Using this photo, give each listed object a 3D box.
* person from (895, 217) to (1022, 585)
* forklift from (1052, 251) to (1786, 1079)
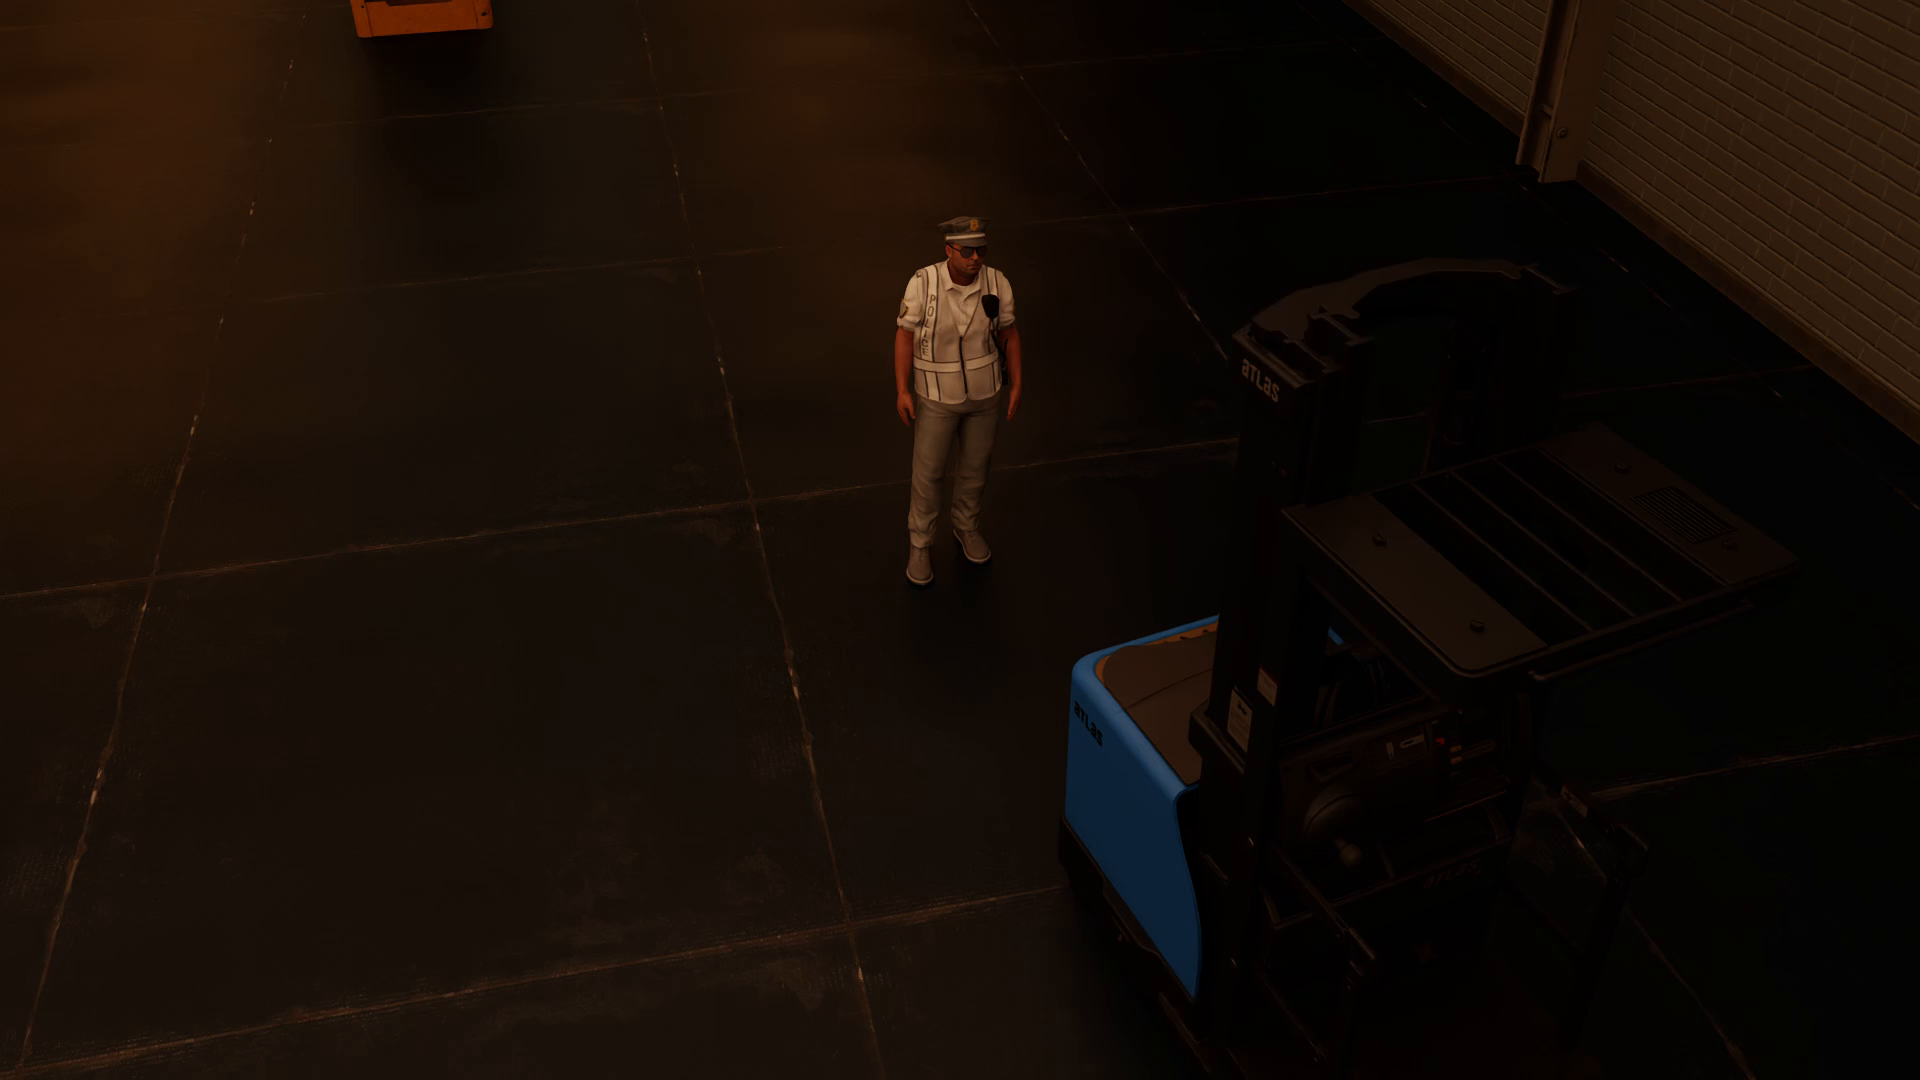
[{"bbox_3d":[0.006,-0.684,7.970,0.641,1.781,0.574,-8,36,-11],"label":"person"},{"bbox_3d":[1.448,0.755,5.002,1.130,2.935,3.031,-15,38,-20],"label":"forklift"}]
